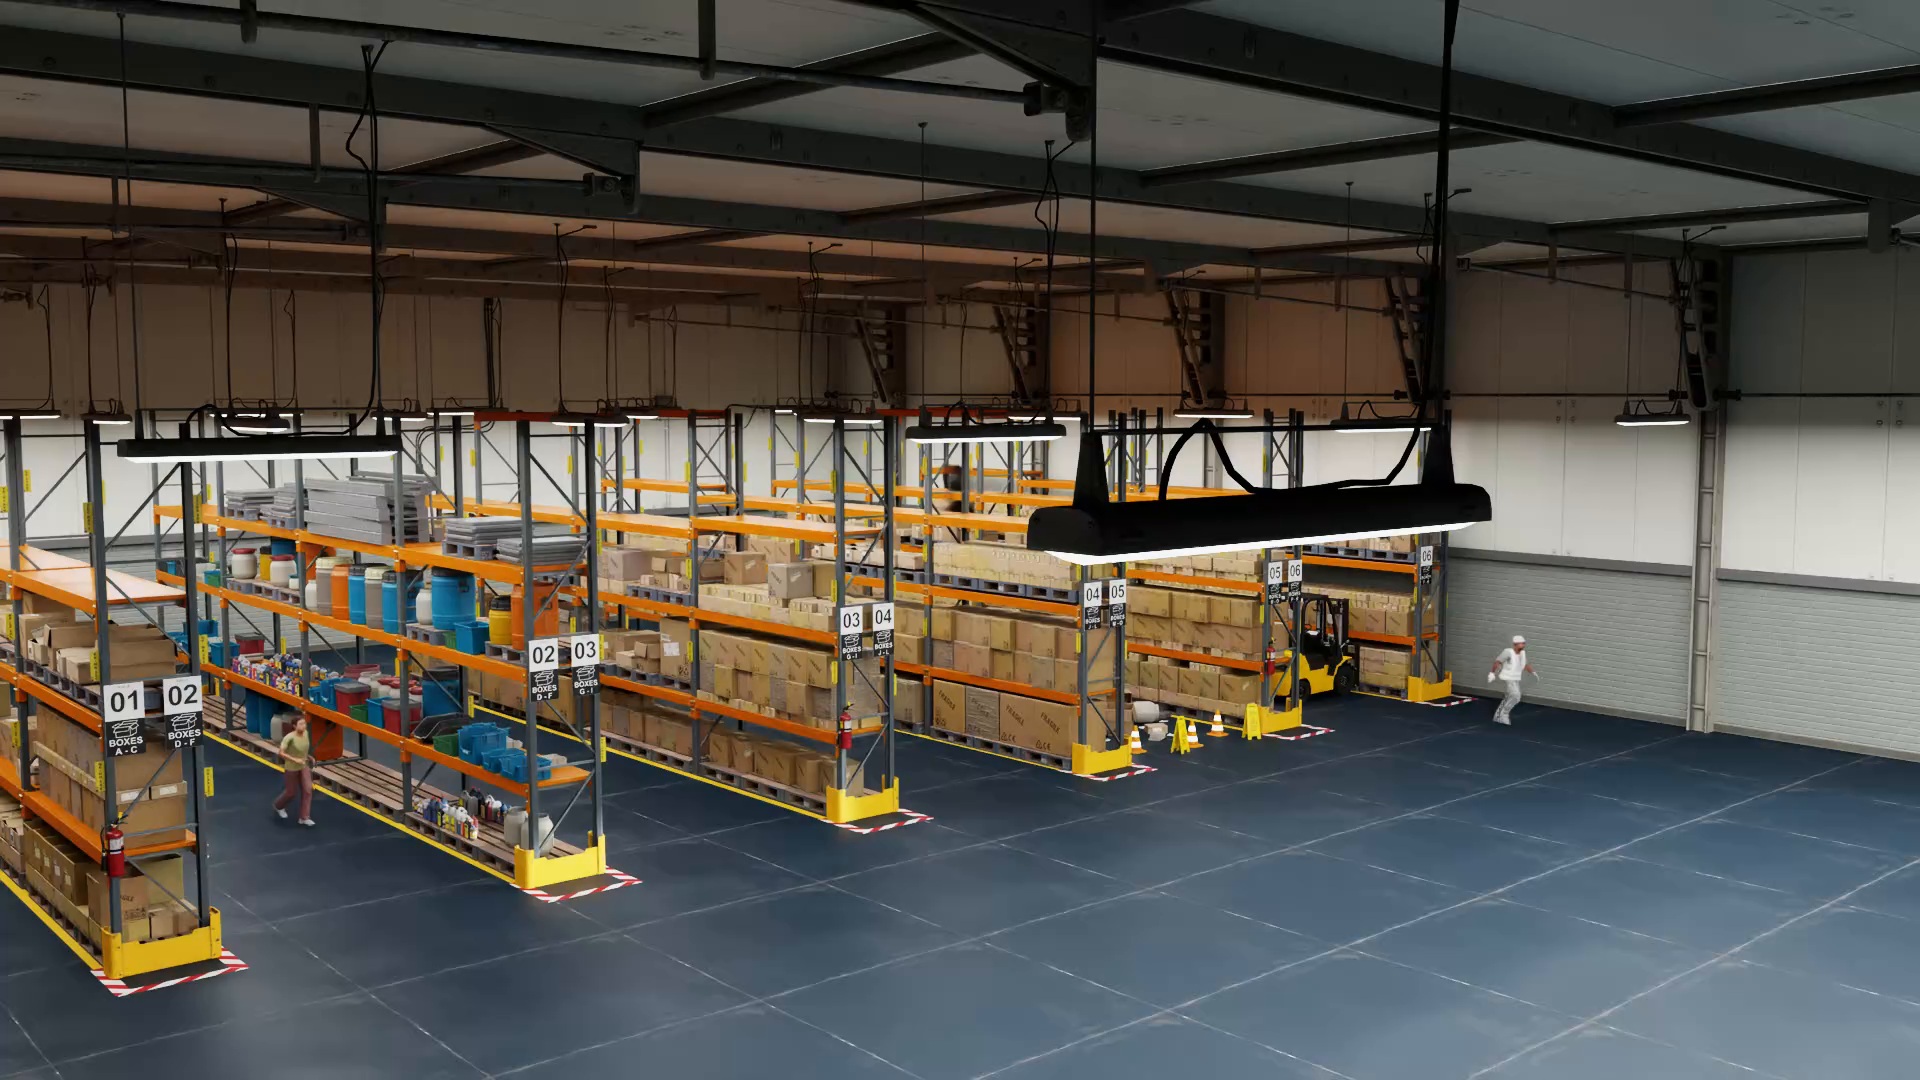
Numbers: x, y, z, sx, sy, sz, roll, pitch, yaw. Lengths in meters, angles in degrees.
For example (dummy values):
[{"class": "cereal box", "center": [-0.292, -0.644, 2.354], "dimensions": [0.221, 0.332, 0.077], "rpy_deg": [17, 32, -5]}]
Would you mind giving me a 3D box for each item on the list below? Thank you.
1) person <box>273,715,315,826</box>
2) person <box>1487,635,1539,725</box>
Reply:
[{"class": "person", "center": [-9.842, 3.370, 24.519], "dimensions": [0.867, 1.630, 0.567], "rpy_deg": [3, 6, 35]}, {"class": "person", "center": [10.575, 2.668, 31.690], "dimensions": [0.659, 1.729, 0.817], "rpy_deg": [-4, 7, -40]}]
